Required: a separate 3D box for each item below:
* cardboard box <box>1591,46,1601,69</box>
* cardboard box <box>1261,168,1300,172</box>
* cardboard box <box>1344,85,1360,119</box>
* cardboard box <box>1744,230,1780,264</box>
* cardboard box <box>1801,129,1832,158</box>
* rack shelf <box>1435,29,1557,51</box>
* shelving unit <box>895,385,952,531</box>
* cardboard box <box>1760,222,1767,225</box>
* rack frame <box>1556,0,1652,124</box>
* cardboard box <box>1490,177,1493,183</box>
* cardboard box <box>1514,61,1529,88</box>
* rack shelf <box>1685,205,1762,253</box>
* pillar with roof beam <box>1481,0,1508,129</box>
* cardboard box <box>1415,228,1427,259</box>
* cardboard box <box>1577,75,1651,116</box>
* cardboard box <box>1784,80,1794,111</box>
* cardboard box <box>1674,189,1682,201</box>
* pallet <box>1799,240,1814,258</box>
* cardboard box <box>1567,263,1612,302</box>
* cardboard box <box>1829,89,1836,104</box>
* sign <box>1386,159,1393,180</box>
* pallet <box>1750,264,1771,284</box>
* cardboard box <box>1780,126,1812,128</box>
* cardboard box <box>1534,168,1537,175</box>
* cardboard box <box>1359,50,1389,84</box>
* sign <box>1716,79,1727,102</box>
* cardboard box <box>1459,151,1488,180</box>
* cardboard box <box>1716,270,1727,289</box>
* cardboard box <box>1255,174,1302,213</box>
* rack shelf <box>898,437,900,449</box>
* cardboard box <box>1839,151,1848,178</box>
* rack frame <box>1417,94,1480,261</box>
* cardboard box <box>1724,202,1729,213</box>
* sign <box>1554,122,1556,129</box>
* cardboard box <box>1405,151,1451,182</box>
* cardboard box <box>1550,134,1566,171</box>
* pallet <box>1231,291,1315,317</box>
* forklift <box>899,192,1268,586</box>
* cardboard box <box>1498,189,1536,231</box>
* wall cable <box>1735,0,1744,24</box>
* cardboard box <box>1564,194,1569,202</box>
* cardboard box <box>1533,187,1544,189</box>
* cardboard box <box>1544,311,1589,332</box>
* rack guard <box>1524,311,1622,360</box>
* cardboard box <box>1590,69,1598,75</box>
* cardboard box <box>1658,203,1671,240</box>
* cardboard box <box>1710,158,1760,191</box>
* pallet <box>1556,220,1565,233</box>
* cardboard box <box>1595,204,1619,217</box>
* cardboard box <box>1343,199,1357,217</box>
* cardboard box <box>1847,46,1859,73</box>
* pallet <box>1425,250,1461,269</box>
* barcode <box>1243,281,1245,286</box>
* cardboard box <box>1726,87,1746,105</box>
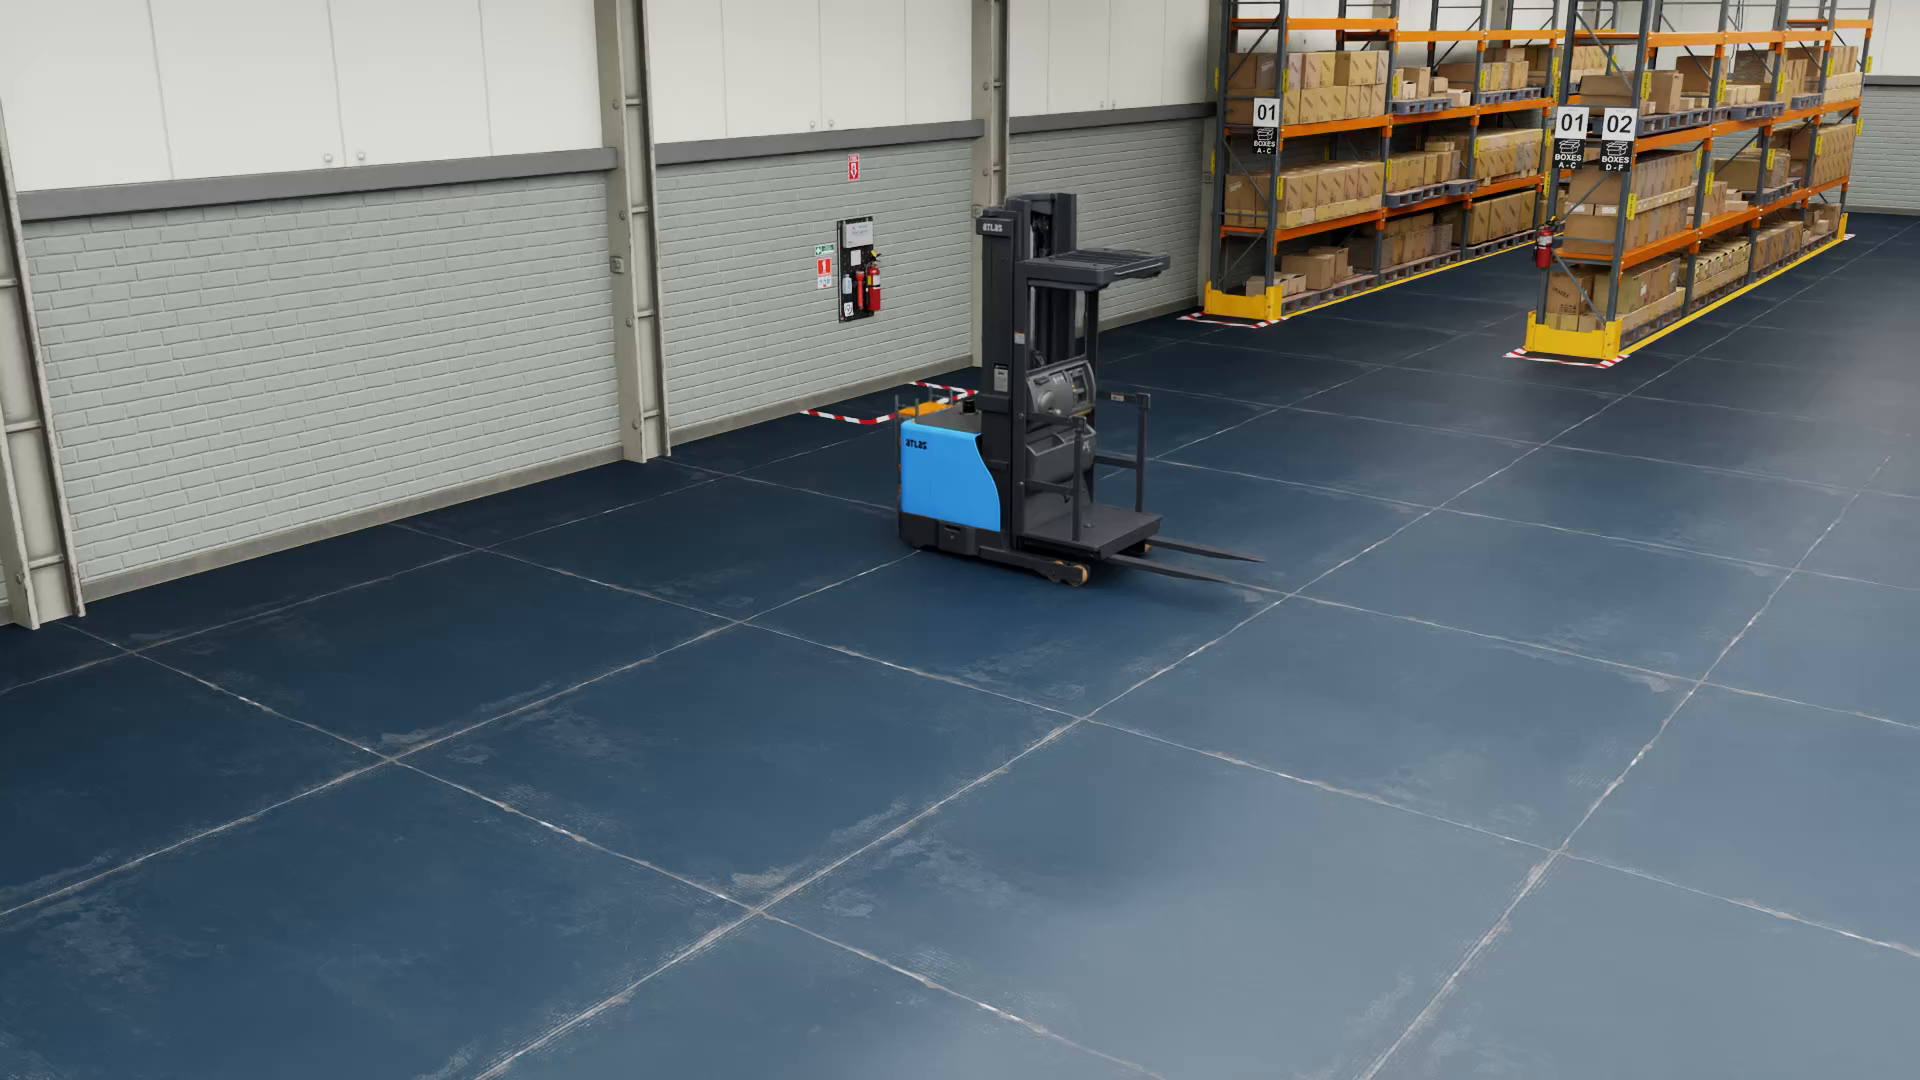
[{"bbox_3d":[13.238,-10.257,35.269,0.500,0.500,0.500,13,22,36],"label":"cardboard box"},{"bbox_3d":[4.951,-5.507,25.873,0.500,0.500,0.500,12,21,33],"label":"cardboard box"},{"bbox_3d":[5.898,-6.840,25.953,0.500,0.500,0.500,11,21,33],"label":"cardboard box"},{"bbox_3d":[14.087,-5.168,29.301,0.500,0.500,0.500,12,21,34],"label":"cardboard box"},{"bbox_3d":[16.173,-7.513,31.525,0.500,0.500,0.500,12,21,33],"label":"cardboard box"},{"bbox_3d":[10.187,-9.531,31.649,1.077,0.370,4.000,12,21,35],"label":"rack shelf"},{"bbox_3d":[-0.311,-0.699,14.472,0.258,1.200,0.503,12,21,34],"label":"shelving unit"},{"bbox_3d":[14.566,-5.618,30.749,0.500,0.500,0.500,13,21,35],"label":"cardboard box"},{"bbox_3d":[8.209,-6.809,20.997,1.000,3.000,0.127,12,21,35],"label":"rack frame"},{"bbox_3d":[9.959,-6.903,31.805,0.380,0.149,0.250,13,21,36],"label":"cardboard box"},{"bbox_3d":[10.766,-9.177,32.769,0.700,0.500,0.500,11,20,32],"label":"cardboard box"},{"bbox_3d":[11.784,-5.030,26.596,1.077,0.370,4.000,12,21,35],"label":"rack shelf"},{"bbox_3d":[14.558,-10.101,31.596,9.100,9.000,0.400,12,21,35],"label":"pillar with roof beam"},{"bbox_3d":[7.934,-5.334,29.836,0.700,0.500,0.500,12,21,34],"label":"cardboard box"},{"bbox_3d":[8.555,-5.830,21.782,0.797,0.503,0.637,14,22,38],"label":"cardboard box"},{"bbox_3d":[13.822,-7.685,28.707,0.910,0.500,0.500,12,21,35],"label":"cardboard box"},{"bbox_3d":[10.144,-4.968,23.921,0.380,0.149,0.250,12,21,35],"label":"cardboard box"},{"bbox_3d":[15.769,-5.634,32.031,1.003,0.211,1.213,12,21,35],"label":"pallet"},{"bbox_3d":[8.873,-3.611,23.477,0.500,0.500,0.500,12,21,35],"label":"cardboard box"},{"bbox_3d":[16.148,-8.354,31.282,0.500,0.250,0.500,12,21,35],"label":"cardboard box"},{"bbox_3d":[7.052,-6.091,27.340,0.100,0.325,0.005,12,21,35],"label":"sign"},{"bbox_3d":[13.451,-4.689,28.988,1.003,0.211,1.213,12,21,35],"label":"pallet"},{"bbox_3d":[16.357,-7.856,32.629,0.500,0.500,0.500,12,21,34],"label":"cardboard box"},{"bbox_3d":[11.404,-7.436,33.521,0.380,0.149,0.250,13,21,35],"label":"cardboard box"},{"bbox_3d":[6.531,-7.571,26.621,0.500,0.500,0.500,10,20,30],"label":"cardboard box"},{"bbox_3d":[11.039,-6.516,24.107,0.100,0.325,0.005,12,21,35],"label":"sign"},{"bbox_3d":[9.490,-6.994,31.004,0.500,0.500,0.500,13,22,36],"label":"cardboard box"},{"bbox_3d":[11.947,-4.203,26.649,0.500,0.250,0.500,13,21,36],"label":"cardboard box"},{"bbox_3d":[4.754,-5.175,24.806,0.500,0.500,0.500,12,21,35],"label":"cardboard box"},{"bbox_3d":[-0.311,-0.848,14.425,0.258,0.148,0.480,12,21,34],"label":"rack shelf"},{"bbox_3d":[17.388,-7.524,33.246,0.500,0.500,0.500,13,21,35],"label":"cardboard box"},{"bbox_3d":[8.995,-6.724,30.839,1.000,3.000,0.127,12,21,35],"label":"rack frame"},{"bbox_3d":[12.261,-5.416,27.050,0.380,0.149,0.250,14,22,39],"label":"cardboard box"},{"bbox_3d":[13.319,-9.180,37.155,0.100,0.325,0.005,12,21,35],"label":"sign"},{"bbox_3d":[8.412,-6.730,29.949,0.700,0.500,0.500,10,20,30],"label":"cardboard box"},{"bbox_3d":[12.154,-8.119,34.826,0.980,0.700,0.700,12,21,33],"label":"cardboard box"},{"bbox_3d":[4.786,-3.692,25.778,1.003,0.211,1.213,12,21,35],"label":"pallet"},{"bbox_3d":[0.983,-1.214,13.212,3.031,2.935,1.130,12,21,34],"label":"forklift"},{"bbox_3d":[11.095,-6.673,33.591,0.750,0.750,0.750,13,21,35],"label":"cardboard box"},{"bbox_3d":[19.591,-13.230,38.392,3.097,2.526,0.112,12,21,35],"label":"wall cable"},{"bbox_3d":[12.828,-7.213,35.919,0.700,0.500,0.500,12,21,33],"label":"cardboard box"},{"bbox_3d":[12.433,-7.464,35.636,0.380,0.149,0.250,12,21,34],"label":"cardboard box"},{"bbox_3d":[8.291,-3.012,22.812,0.500,0.250,0.500,12,21,35],"label":"cardboard box"},{"bbox_3d":[8.195,-2.745,22.239,1.175,0.500,0.348,12,21,35],"label":"rack guard"},{"bbox_3d":[13.229,-9.893,35.362,0.500,0.250,0.500,11,21,33],"label":"cardboard box"},{"bbox_3d":[9.722,-4.592,23.805,0.700,0.500,0.500,13,21,35],"label":"cardboard box"},{"bbox_3d":[13.260,-6.268,28.493,0.700,0.500,0.500,5,18,16],"label":"cardboard box"},{"bbox_3d":[12.621,-6.804,35.799,1.003,0.211,1.213,12,21,35],"label":"pallet"},{"bbox_3d":[8.616,-4.357,21.955,0.380,0.149,0.250,12,21,34],"label":"cardboard box"},{"bbox_3d":[5.982,-5.303,26.483,0.500,0.250,0.500,12,21,34],"label":"cardboard box"},{"bbox_3d":[17.449,-9.588,33.147,0.700,0.500,0.500,12,21,35],"label":"cardboard box"},{"bbox_3d":[8.528,-5.207,30.654,1.003,0.211,1.213,12,21,35],"label":"pallet"},{"bbox_3d":[4.402,-3.973,25.756,0.001,0.075,0.075,12,21,35],"label":"barcode"},{"bbox_3d":[12.103,-7.031,26.313,0.500,0.250,0.500,12,21,34],"label":"cardboard box"}]
